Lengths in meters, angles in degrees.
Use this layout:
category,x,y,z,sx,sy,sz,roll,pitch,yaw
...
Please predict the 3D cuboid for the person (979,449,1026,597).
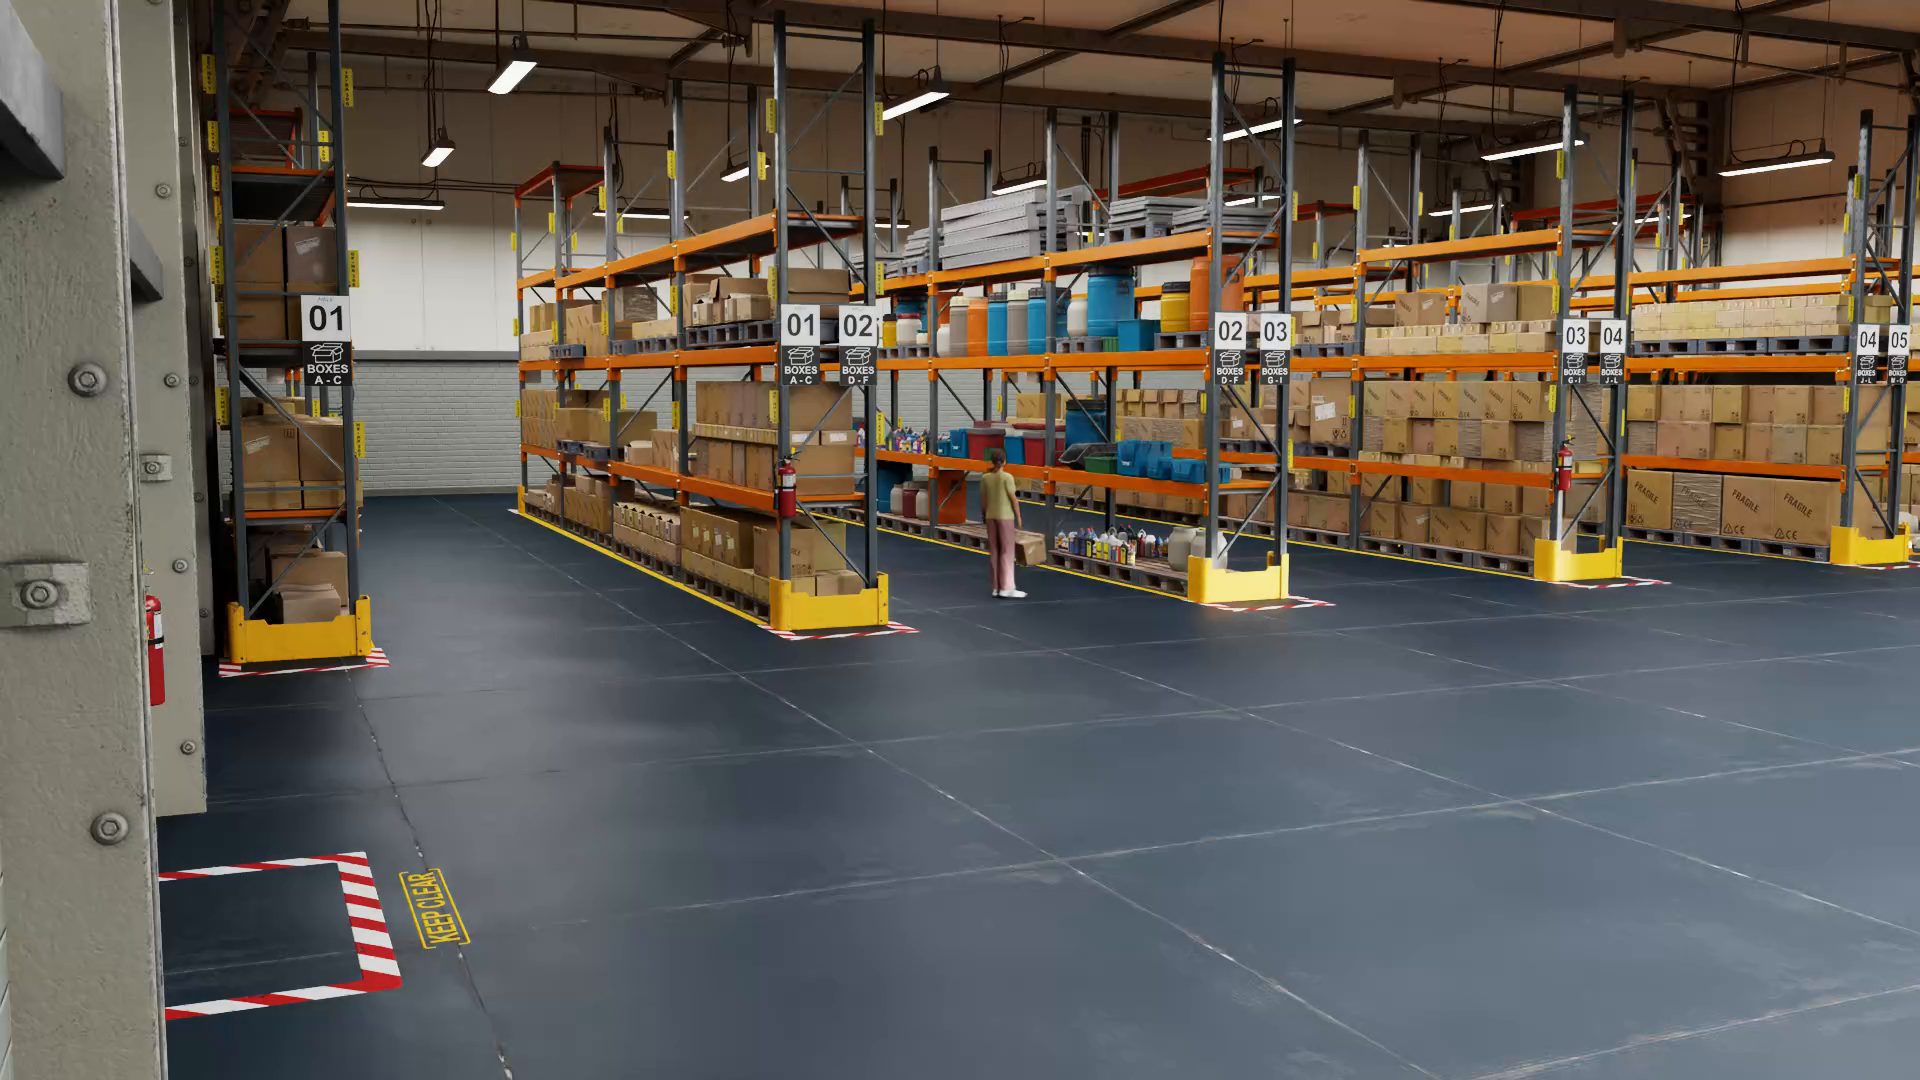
category,x,y,z,sx,sy,sz,roll,pitch,yaw
person,0.492,-0.199,18.911,0.564,1.677,0.369,4,7,34
